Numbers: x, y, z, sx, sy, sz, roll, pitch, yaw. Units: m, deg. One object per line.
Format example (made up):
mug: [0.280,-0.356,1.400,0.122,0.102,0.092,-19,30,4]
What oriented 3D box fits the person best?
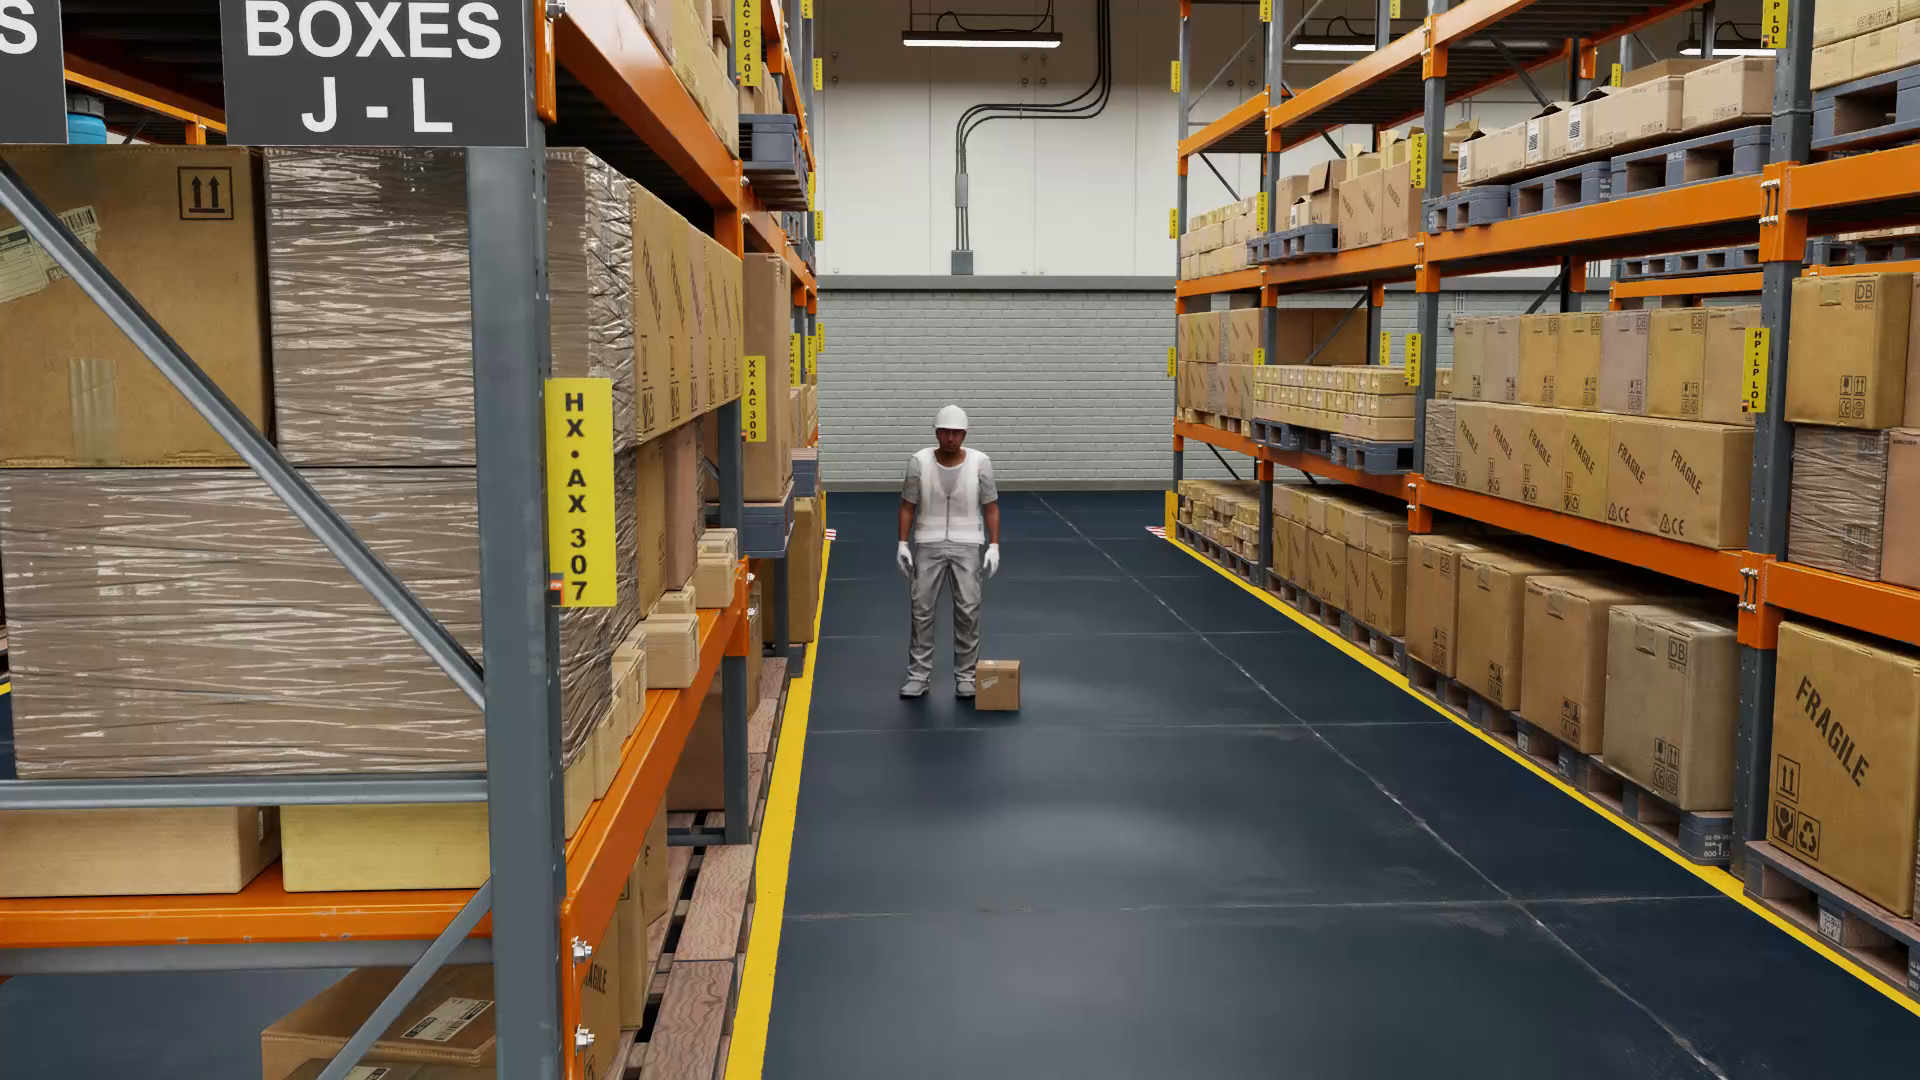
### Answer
person: [-0.071,0.068,10.114,0.632,1.775,0.445,0,7,4]
